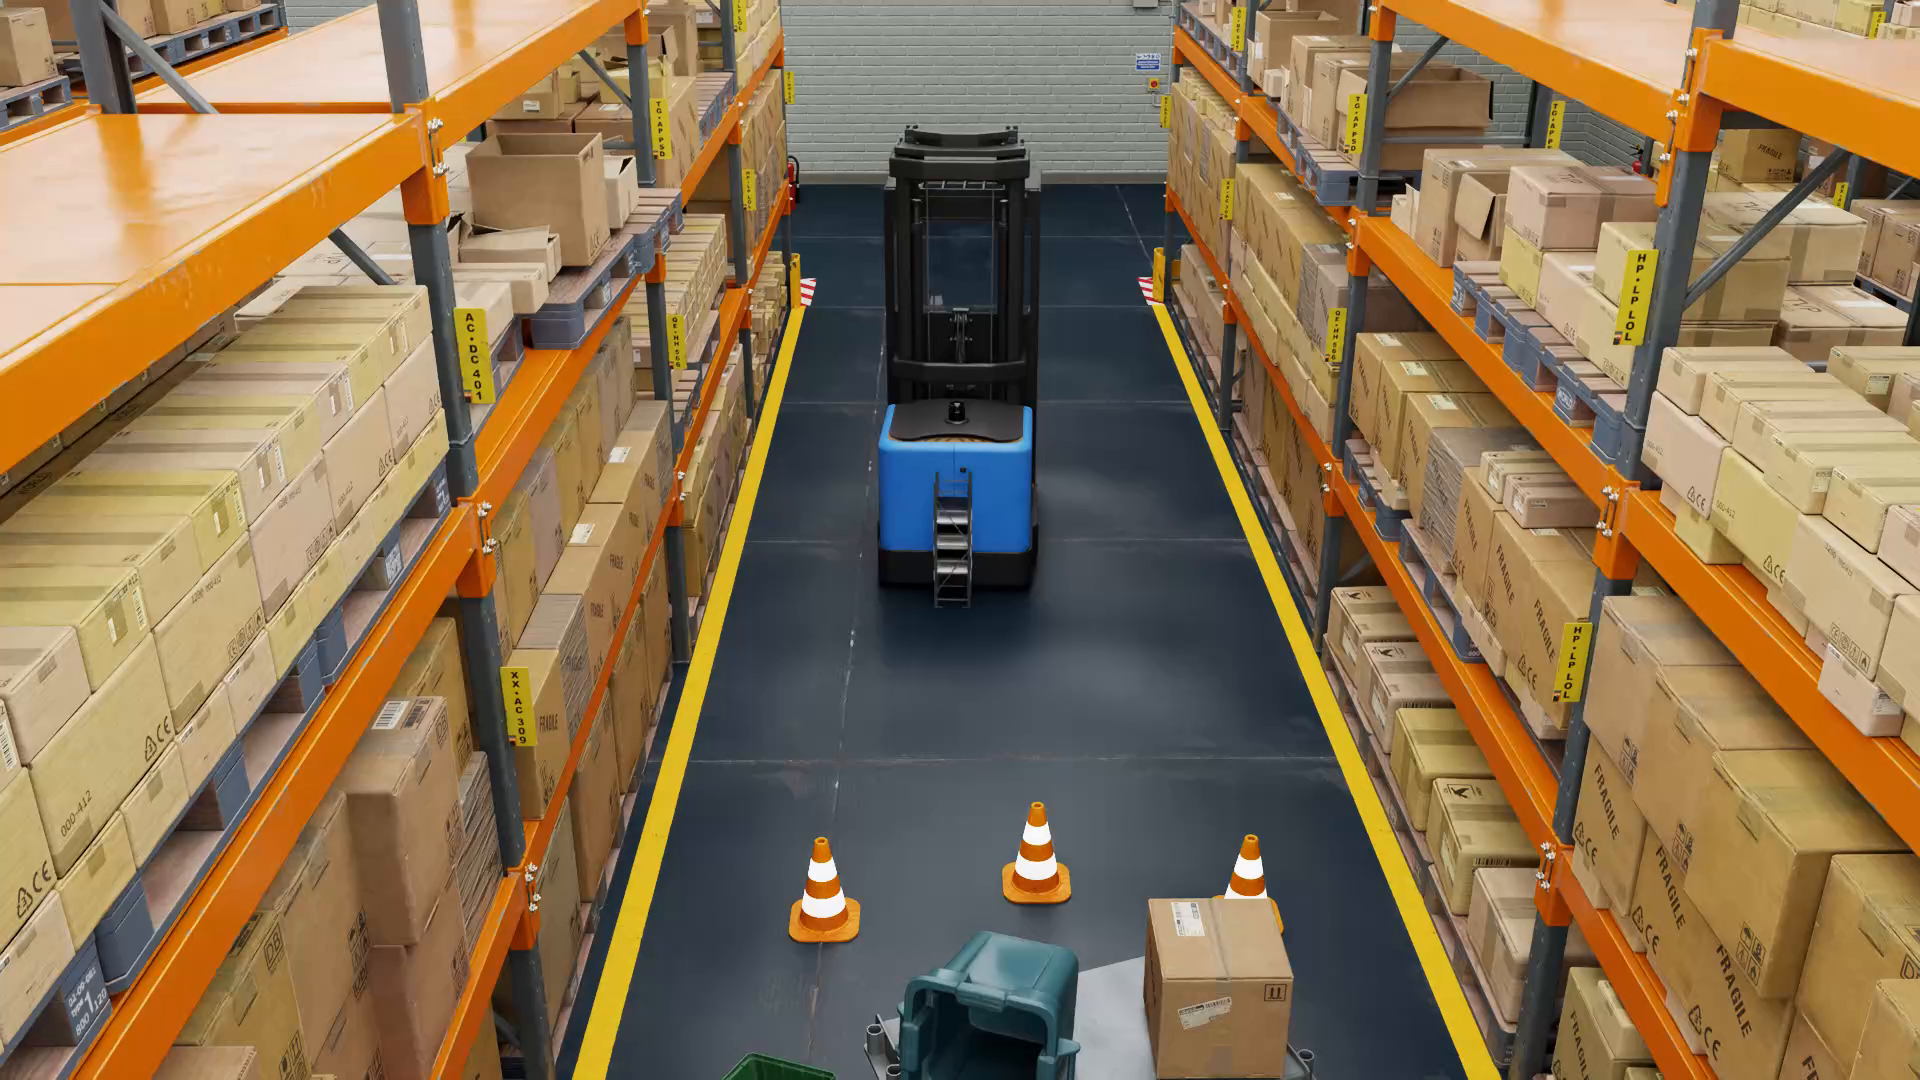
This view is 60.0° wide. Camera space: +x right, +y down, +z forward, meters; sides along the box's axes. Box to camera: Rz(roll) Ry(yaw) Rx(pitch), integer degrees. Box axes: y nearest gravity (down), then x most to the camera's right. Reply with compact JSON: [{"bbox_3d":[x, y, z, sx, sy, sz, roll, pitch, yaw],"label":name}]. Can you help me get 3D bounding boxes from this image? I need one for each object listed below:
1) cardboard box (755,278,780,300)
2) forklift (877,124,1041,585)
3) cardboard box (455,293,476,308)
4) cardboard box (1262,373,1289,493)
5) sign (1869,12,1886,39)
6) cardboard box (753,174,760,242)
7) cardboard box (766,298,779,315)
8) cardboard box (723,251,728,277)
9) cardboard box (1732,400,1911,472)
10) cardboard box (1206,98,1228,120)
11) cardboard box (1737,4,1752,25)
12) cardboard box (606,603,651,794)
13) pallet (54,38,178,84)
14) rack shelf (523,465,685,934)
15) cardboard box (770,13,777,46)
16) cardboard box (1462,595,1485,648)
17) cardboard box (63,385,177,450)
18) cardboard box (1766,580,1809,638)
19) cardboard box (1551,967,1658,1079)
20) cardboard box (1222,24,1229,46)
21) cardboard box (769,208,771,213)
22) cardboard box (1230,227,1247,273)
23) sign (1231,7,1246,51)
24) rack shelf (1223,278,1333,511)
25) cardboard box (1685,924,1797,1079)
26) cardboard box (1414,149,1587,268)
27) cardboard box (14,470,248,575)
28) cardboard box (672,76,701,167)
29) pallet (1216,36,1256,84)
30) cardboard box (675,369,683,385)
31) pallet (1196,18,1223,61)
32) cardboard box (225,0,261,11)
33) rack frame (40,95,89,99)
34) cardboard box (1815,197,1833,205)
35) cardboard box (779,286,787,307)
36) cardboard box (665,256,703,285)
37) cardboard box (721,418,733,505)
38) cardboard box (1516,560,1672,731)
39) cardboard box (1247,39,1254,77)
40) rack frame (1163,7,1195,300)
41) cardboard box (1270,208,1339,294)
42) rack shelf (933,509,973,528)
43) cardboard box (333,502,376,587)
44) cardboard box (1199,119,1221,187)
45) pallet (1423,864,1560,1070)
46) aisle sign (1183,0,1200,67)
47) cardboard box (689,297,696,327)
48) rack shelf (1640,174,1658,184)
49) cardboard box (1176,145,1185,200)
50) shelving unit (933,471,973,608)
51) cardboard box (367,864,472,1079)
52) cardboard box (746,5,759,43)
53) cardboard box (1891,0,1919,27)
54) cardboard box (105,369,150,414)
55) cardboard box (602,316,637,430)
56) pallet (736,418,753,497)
[{"bbox_3d":[-1.948,-2.426,16.086,0.380,0.149,0.250,1,24,1],"label":"cardboard box"},{"bbox_3d":[0.028,-1.594,12.102,1.130,2.935,3.031,1,24,2],"label":"forklift"},{"bbox_3d":[-1.907,-0.755,6.054,0.258,0.266,0.396,-1,24,-1],"label":"cardboard box"},{"bbox_3d":[2.816,-0.919,12.594,0.875,0.875,0.875,0,24,1],"label":"cardboard box"},{"bbox_3d":[7.132,-3.943,12.945,0.100,0.325,0.005,0,24,-1],"label":"sign"},{"bbox_3d":[-2.003,-2.849,14.311,0.500,0.500,0.500,0,24,-1],"label":"cardboard box"},{"bbox_3d":[-1.964,-2.292,16.149,0.380,0.149,0.250,0,24,0],"label":"cardboard box"},{"bbox_3d":[-2.035,-2.173,13.094,0.380,0.149,0.250,-1,24,-2],"label":"cardboard box"},{"bbox_3d":[2.502,-0.295,4.842,0.380,0.149,0.250,-1,24,-2],"label":"cardboard box"},{"bbox_3d":[2.422,-3.873,14.936,0.380,0.149,0.250,0,24,-1],"label":"cardboard box"},{"bbox_3d":[7.382,-4.825,15.342,0.500,0.250,0.500,-1,24,-2],"label":"cardboard box"},{"bbox_3d":[-2.264,0.834,8.869,1.050,0.750,0.750,0,24,0],"label":"cardboard box"},{"bbox_3d":[-7.196,-3.942,13.677,1.003,0.211,1.213,0,24,-1],"label":"pallet"},{"bbox_3d":[-2.172,0.541,8.170,1.077,0.370,4.000,0,24,-1],"label":"rack shelf"},{"bbox_3d":[-1.998,-4.809,15.669,0.500,0.250,0.500,0,24,0],"label":"cardboard box"},{"bbox_3d":[2.487,0.366,7.479,0.380,0.149,0.250,0,24,0],"label":"cardboard box"},{"bbox_3d":[-2.417,-0.223,4.536,0.500,0.250,0.500,0,24,-1],"label":"cardboard box"},{"bbox_3d":[2.580,0.164,4.796,0.380,0.149,0.250,0,24,1],"label":"cardboard box"},{"bbox_3d":[2.535,1.938,6.126,0.500,0.500,0.500,1,24,2],"label":"cardboard box"},{"bbox_3d":[2.382,-4.183,13.775,0.380,0.149,0.250,0,24,1],"label":"cardboard box"},{"bbox_3d":[-2.012,-3.240,15.962,0.380,0.149,0.250,-1,24,-3],"label":"cardboard box"},{"bbox_3d":[2.434,-2.300,13.154,0.500,0.250,0.500,-1,24,-2],"label":"cardboard box"},{"bbox_3d":[2.157,-3.958,12.882,0.100,0.325,0.005,0,24,-1],"label":"sign"},{"bbox_3d":[2.733,-1.171,11.955,1.077,0.370,4.000,0,24,-1],"label":"rack shelf"},{"bbox_3d":[2.546,1.389,4.940,0.500,0.500,0.500,0,24,-1],"label":"cardboard box"},{"bbox_3d":[2.756,-1.696,8.483,0.700,0.500,0.500,0,24,-1],"label":"cardboard box"},{"bbox_3d":[-1.810,-0.040,3.648,0.380,0.149,0.250,0,24,0],"label":"cardboard box"},{"bbox_3d":[-1.957,-2.672,10.639,0.500,0.500,0.500,0,24,-1],"label":"cardboard box"},{"bbox_3d":[2.713,-3.986,13.775,1.003,0.211,1.213,0,24,-1],"label":"pallet"},{"bbox_3d":[-2.003,-1.095,10.709,0.380,0.149,0.250,1,24,2],"label":"cardboard box"},{"bbox_3d":[2.703,-4.488,14.884,1.003,0.211,1.213,0,24,-1],"label":"pallet"},{"bbox_3d":[-7.182,-5.362,15.956,0.700,0.500,0.500,-2,24,-4],"label":"cardboard box"},{"bbox_3d":[-7.198,-2.278,13.531,1.000,3.000,0.127,0,24,-1],"label":"rack frame"},{"bbox_3d":[7.405,-2.829,14.570,0.500,0.250,0.500,0,24,0],"label":"cardboard box"},{"bbox_3d":[-1.962,-2.478,16.923,0.380,0.149,0.250,0,24,1],"label":"cardboard box"},{"bbox_3d":[-2.024,-1.905,11.780,0.380,0.149,0.250,-1,24,-3],"label":"cardboard box"},{"bbox_3d":[-1.971,-0.585,12.310,0.500,0.500,0.500,-1,24,-2],"label":"cardboard box"},{"bbox_3d":[2.564,0.412,6.591,0.500,0.500,0.500,-1,24,-2],"label":"cardboard box"},{"bbox_3d":[2.367,-3.612,12.493,0.396,0.266,0.258,0,24,-1],"label":"cardboard box"},{"bbox_3d":[2.668,-3.971,17.274,1.000,3.000,0.127,0,24,-1],"label":"rack frame"},{"bbox_3d":[2.477,-2.012,11.608,0.500,0.500,0.500,-1,24,-1],"label":"cardboard box"},{"bbox_3d":[-0.046,-0.132,10.977,0.258,0.077,0.200,1,24,2],"label":"rack shelf"},{"bbox_3d":[-1.816,0.013,4.499,0.380,0.149,0.250,0,24,0],"label":"cardboard box"},{"bbox_3d":[2.418,-3.436,14.756,0.500,0.500,0.500,0,24,0],"label":"cardboard box"},{"bbox_3d":[2.789,1.923,7.625,1.003,0.211,1.213,0,24,-1],"label":"pallet"},{"bbox_3d":[2.377,-5.184,16.801,0.394,0.787,0.004,0,24,-1],"label":"aisle sign"},{"bbox_3d":[-2.013,-1.554,11.363,0.380,0.149,0.250,0,24,-1],"label":"cardboard box"},{"bbox_3d":[7.653,-2.843,15.653,1.077,0.370,4.000,0,24,-1],"label":"rack shelf"},{"bbox_3d":[2.419,-3.609,16.352,0.500,0.500,0.500,-1,24,-1],"label":"cardboard box"},{"bbox_3d":[-0.046,0.002,11.038,0.258,0.900,0.210,1,24,2],"label":"shelving unit"},{"bbox_3d":[-2.105,1.348,5.332,0.875,0.550,0.550,0,24,-1],"label":"cardboard box"},{"bbox_3d":[-1.995,-4.397,14.151,0.500,0.250,0.500,0,24,0],"label":"cardboard box"},{"bbox_3d":[7.329,-4.035,12.584,0.396,0.266,0.258,0,24,-1],"label":"cardboard box"},{"bbox_3d":[-2.479,-0.454,4.563,0.380,0.149,0.250,0,24,-1],"label":"cardboard box"},{"bbox_3d":[-2.198,-0.927,9.208,0.700,0.500,0.500,0,24,-1],"label":"cardboard box"},{"bbox_3d":[-2.227,-0.668,13.353,1.003,0.211,1.213,0,24,-1],"label":"pallet"}]
